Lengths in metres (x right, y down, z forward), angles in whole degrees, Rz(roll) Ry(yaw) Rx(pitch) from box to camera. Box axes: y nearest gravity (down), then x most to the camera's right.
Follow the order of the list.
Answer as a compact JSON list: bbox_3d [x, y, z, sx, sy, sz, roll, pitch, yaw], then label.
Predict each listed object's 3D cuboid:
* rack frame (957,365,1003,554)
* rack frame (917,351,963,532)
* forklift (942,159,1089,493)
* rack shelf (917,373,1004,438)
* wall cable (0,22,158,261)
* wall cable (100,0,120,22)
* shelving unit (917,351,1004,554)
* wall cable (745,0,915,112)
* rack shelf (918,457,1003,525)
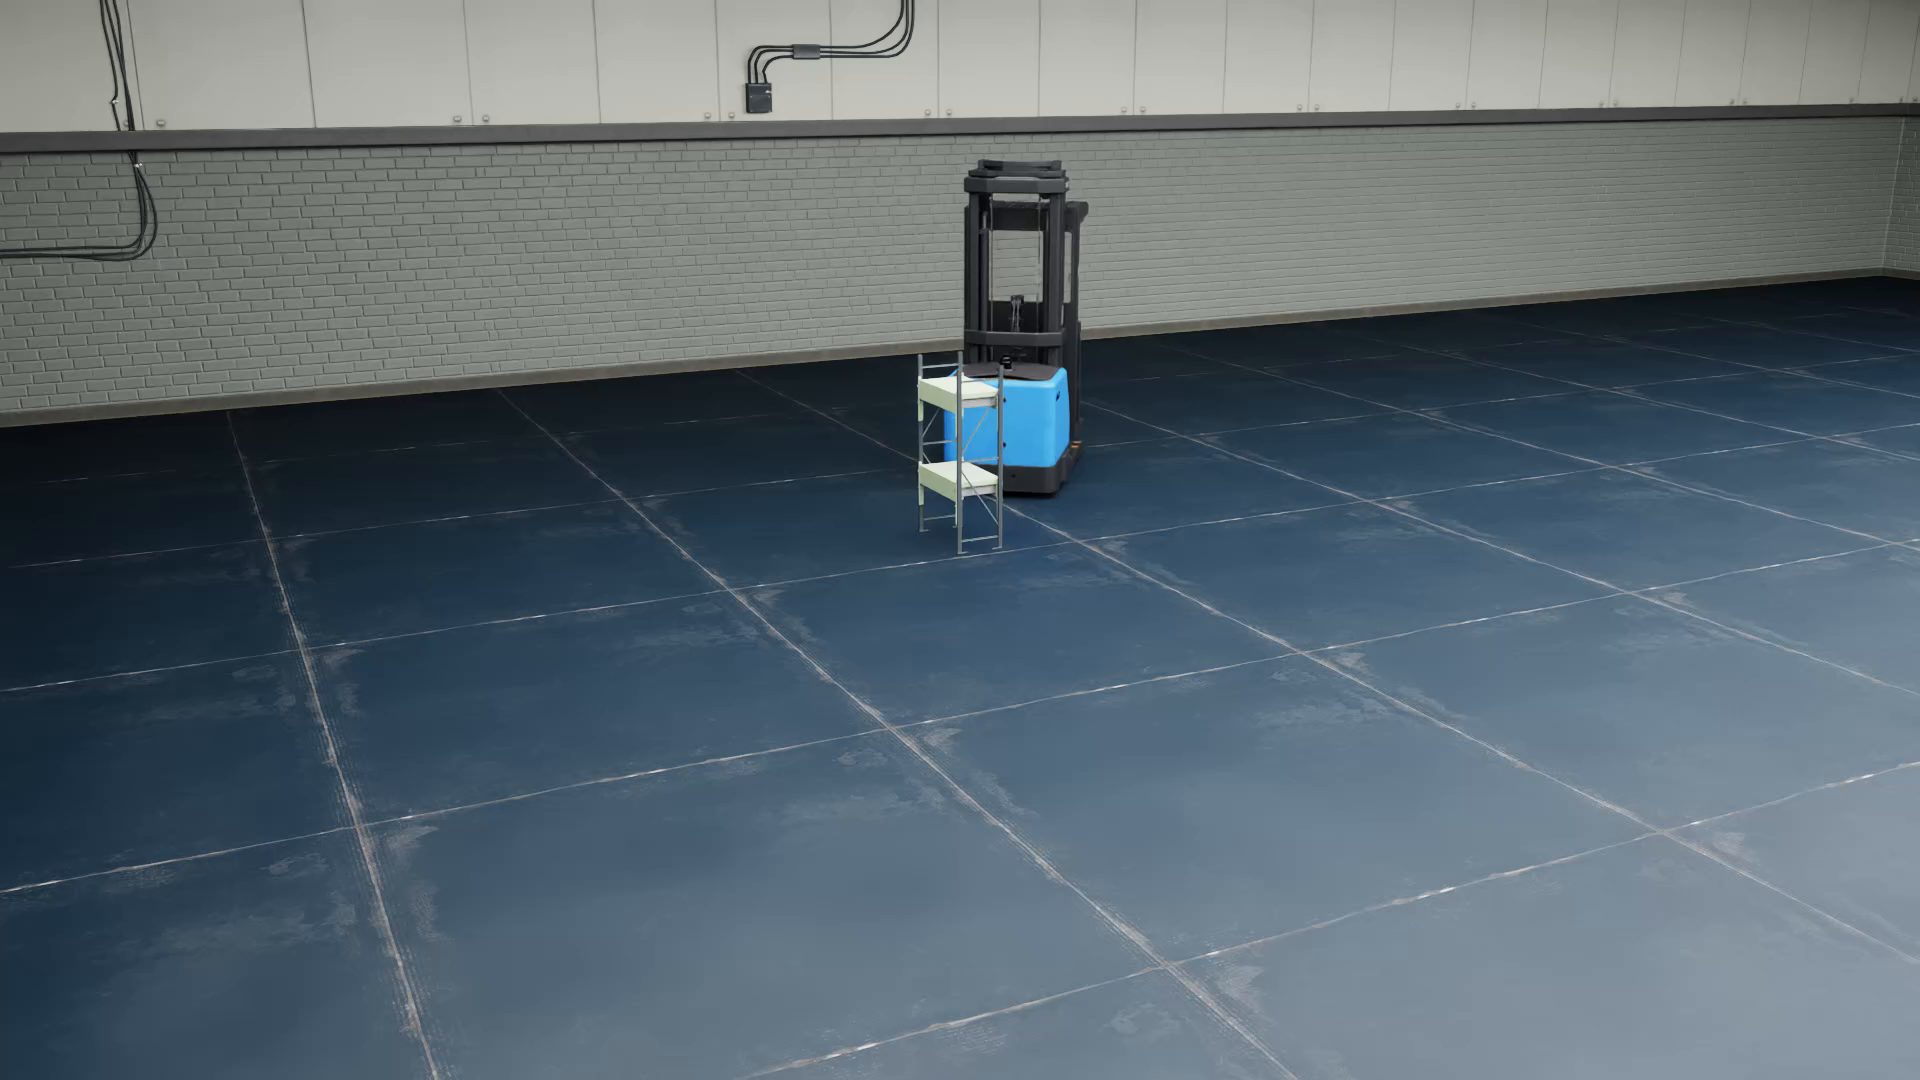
[{"bbox_3d":[0.157,-0.632,13.233,0.400,1.500,0.023,-8,18,-25],"label":"rack frame"},{"bbox_3d":[-0.163,-0.813,13.866,0.400,1.500,0.023,-8,18,-25],"label":"rack frame"},{"bbox_3d":[0.629,-2.194,16.081,1.130,2.935,3.031,3,16,11],"label":"forklift"},{"bbox_3d":[-0.003,-1.098,13.442,0.431,0.370,0.720,-8,18,-25],"label":"rack shelf"},{"bbox_3d":[-10.140,-4.074,17.261,3.097,2.526,0.112,-8,18,-25],"label":"wall cable"},{"bbox_3d":[-7.708,-6.828,17.704,3.097,2.526,0.112,-8,18,-25],"label":"wall cable"},{"bbox_3d":[-0.003,-0.723,13.550,0.431,1.500,0.755,-8,18,-25],"label":"shelving unit"},{"bbox_3d":[-1.599,-8.344,20.348,2.305,6.003,0.169,-8,18,-25],"label":"wall cable"},{"bbox_3d":[-0.003,-0.409,13.639,0.431,0.370,0.720,-8,18,-25],"label":"rack shelf"}]
